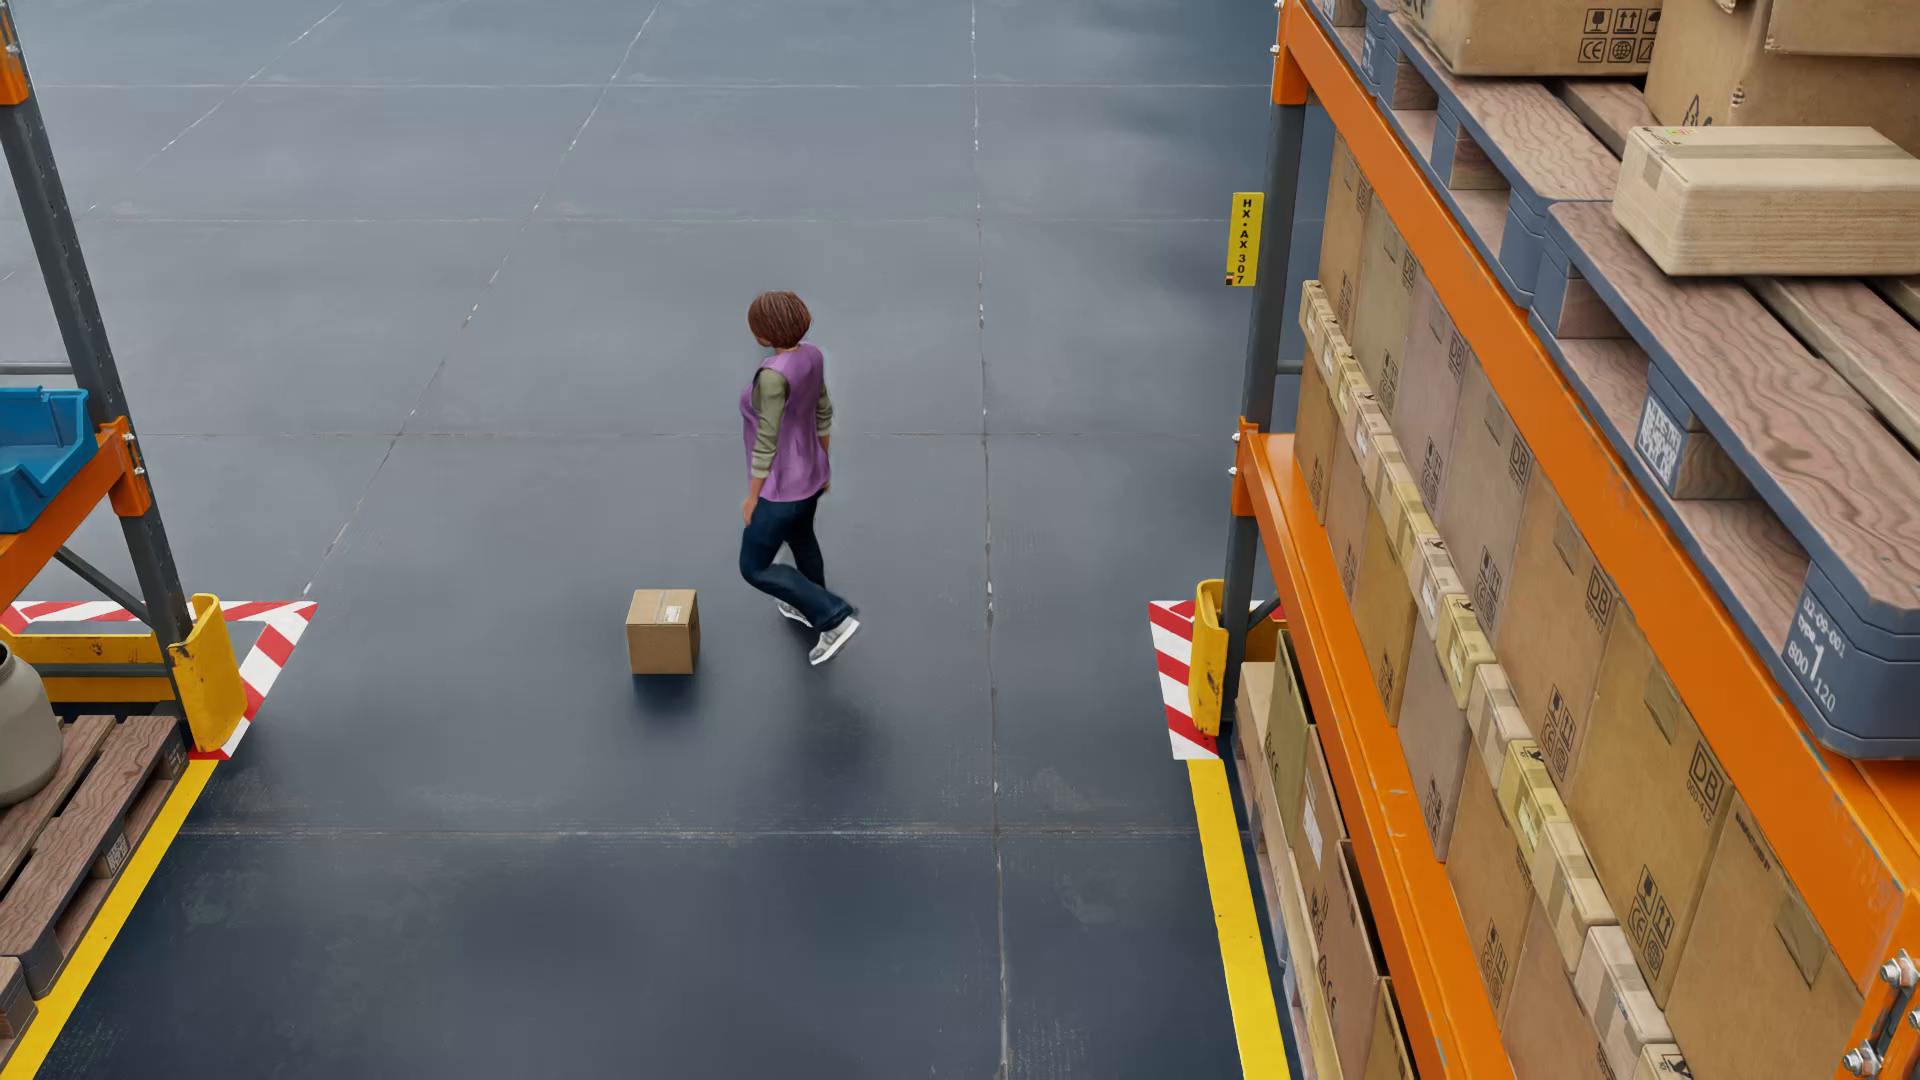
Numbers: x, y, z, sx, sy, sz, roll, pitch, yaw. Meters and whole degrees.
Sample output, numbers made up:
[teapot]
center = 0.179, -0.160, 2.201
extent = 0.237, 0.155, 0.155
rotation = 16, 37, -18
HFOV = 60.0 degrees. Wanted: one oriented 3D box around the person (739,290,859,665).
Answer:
[person]
center = -0.612, -0.224, 6.468
extent = 0.510, 1.594, 0.539
rotation = 10, 33, 16
